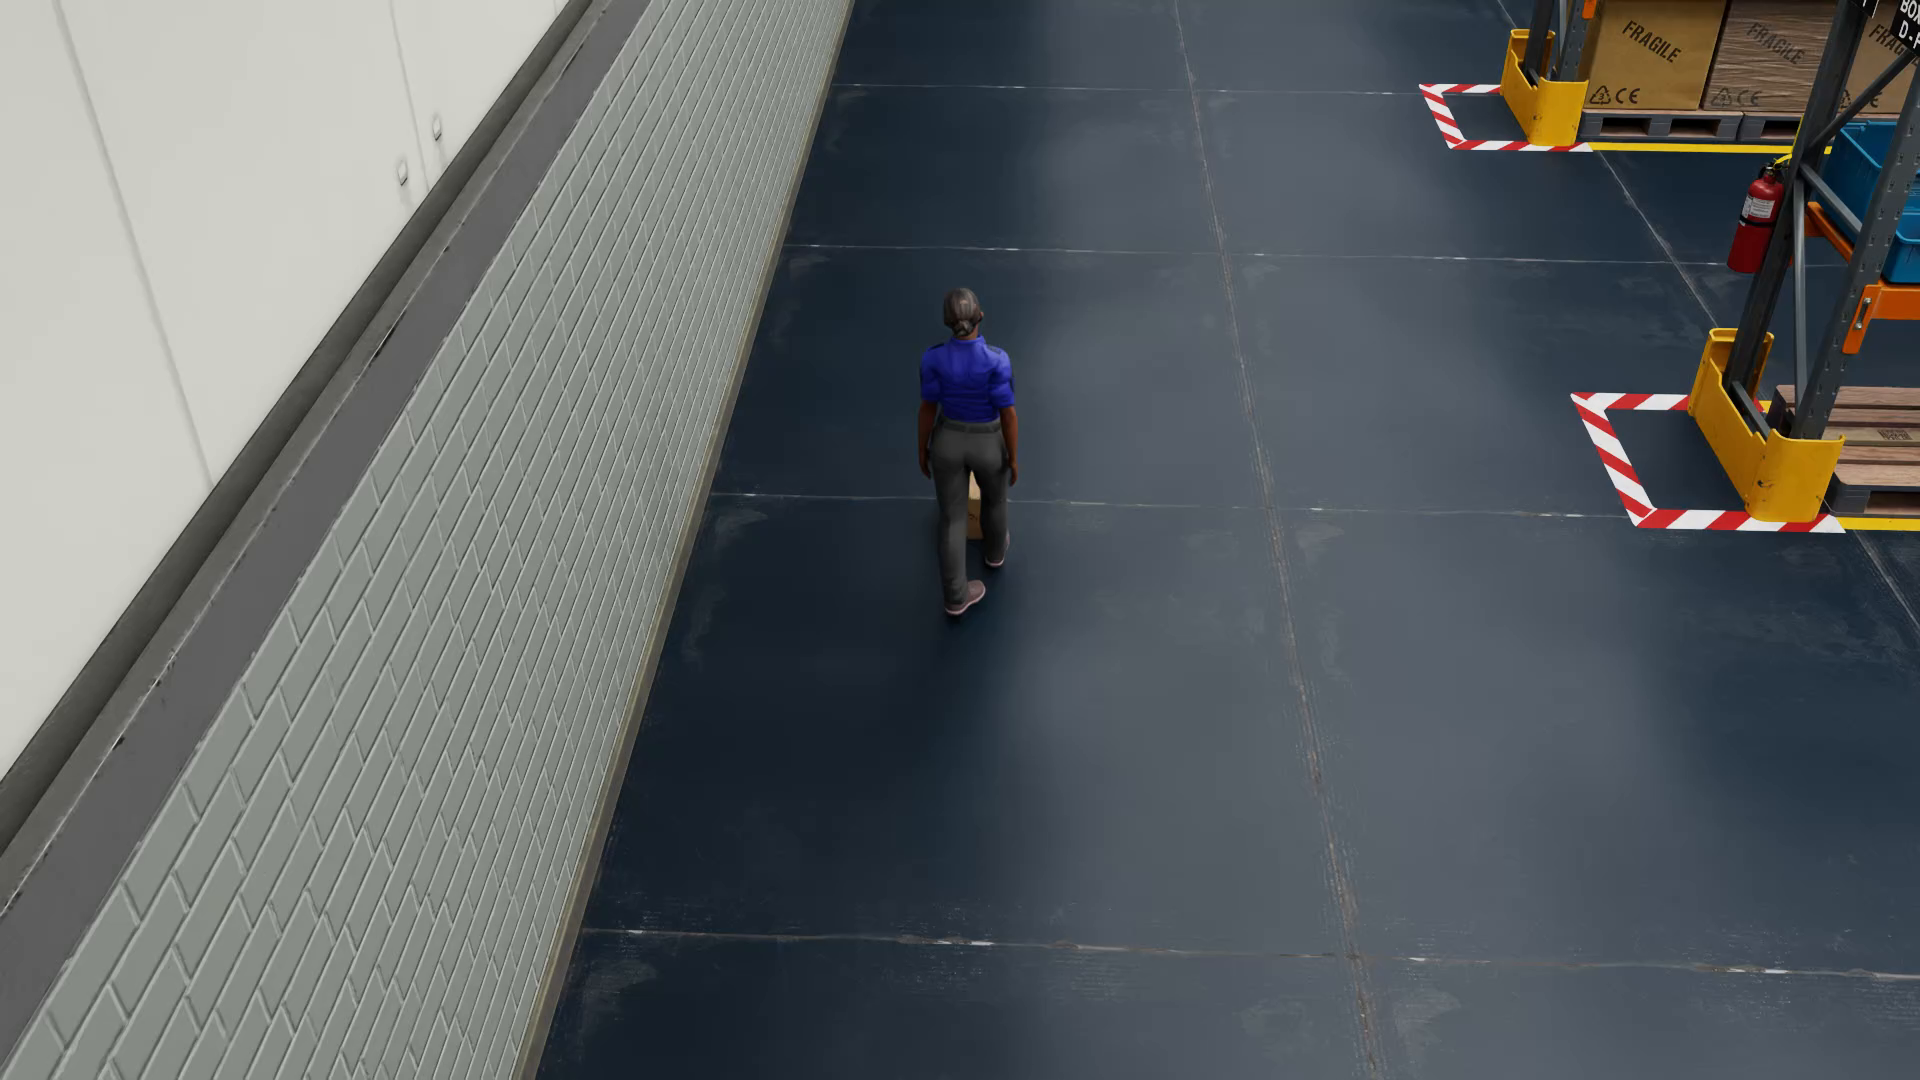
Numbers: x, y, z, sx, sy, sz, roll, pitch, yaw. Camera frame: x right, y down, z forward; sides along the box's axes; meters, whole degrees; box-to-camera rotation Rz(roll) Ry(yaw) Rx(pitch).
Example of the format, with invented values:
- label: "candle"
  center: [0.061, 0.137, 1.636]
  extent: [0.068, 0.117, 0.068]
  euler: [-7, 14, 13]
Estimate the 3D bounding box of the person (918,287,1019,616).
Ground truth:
- label: "person"
  center: [0.061, -0.483, 7.783]
  extent: [0.471, 1.640, 0.719]
  euler: [5, 36, 7]
